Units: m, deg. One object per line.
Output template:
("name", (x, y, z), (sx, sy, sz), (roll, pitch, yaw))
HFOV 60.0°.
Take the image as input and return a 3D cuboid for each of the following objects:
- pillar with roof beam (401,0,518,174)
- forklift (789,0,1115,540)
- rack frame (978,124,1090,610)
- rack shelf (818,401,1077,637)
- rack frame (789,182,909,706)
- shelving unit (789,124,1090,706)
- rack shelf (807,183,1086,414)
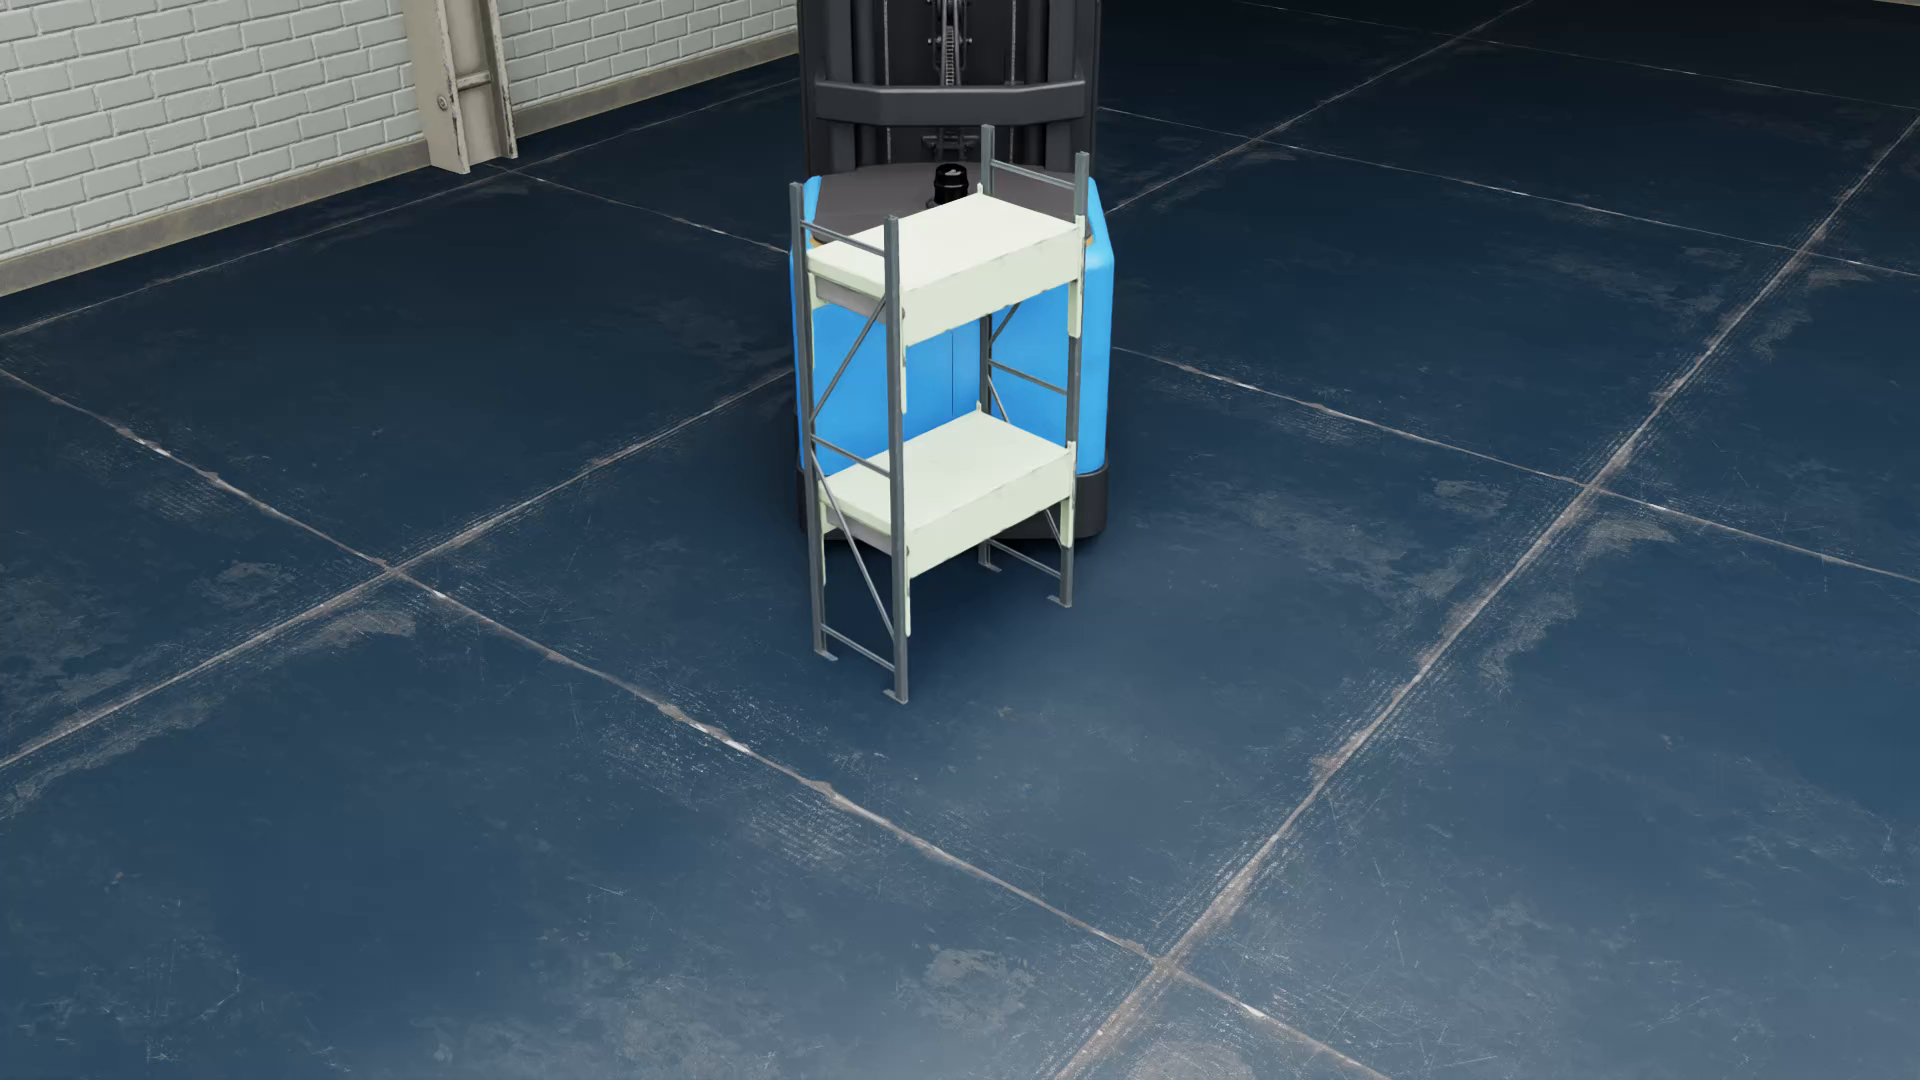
("pillar with roof beam", (0.695, -4.684, 4.828), (9.100, 9.000, 0.400), (21, 37, 31))
("forklift", (-0.042, -1.973, 6.204), (1.130, 2.935, 3.031), (0, 31, -1))
("rack frame", (0.211, -0.495, 5.115), (0.400, 1.500, 0.023), (27, 40, 37))
("rack shelf", (-0.046, -0.082, 5.057), (0.431, 0.370, 0.720), (27, 40, 37))
("rack frame", (-0.303, -0.230, 4.667), (0.400, 1.500, 0.023), (27, 40, 37))
("shelving unit", (-0.046, -0.363, 4.891), (0.431, 1.500, 0.755), (27, 40, 37))
("rack shelf", (-0.046, -0.698, 4.692), (0.431, 0.370, 0.720), (27, 40, 37))
